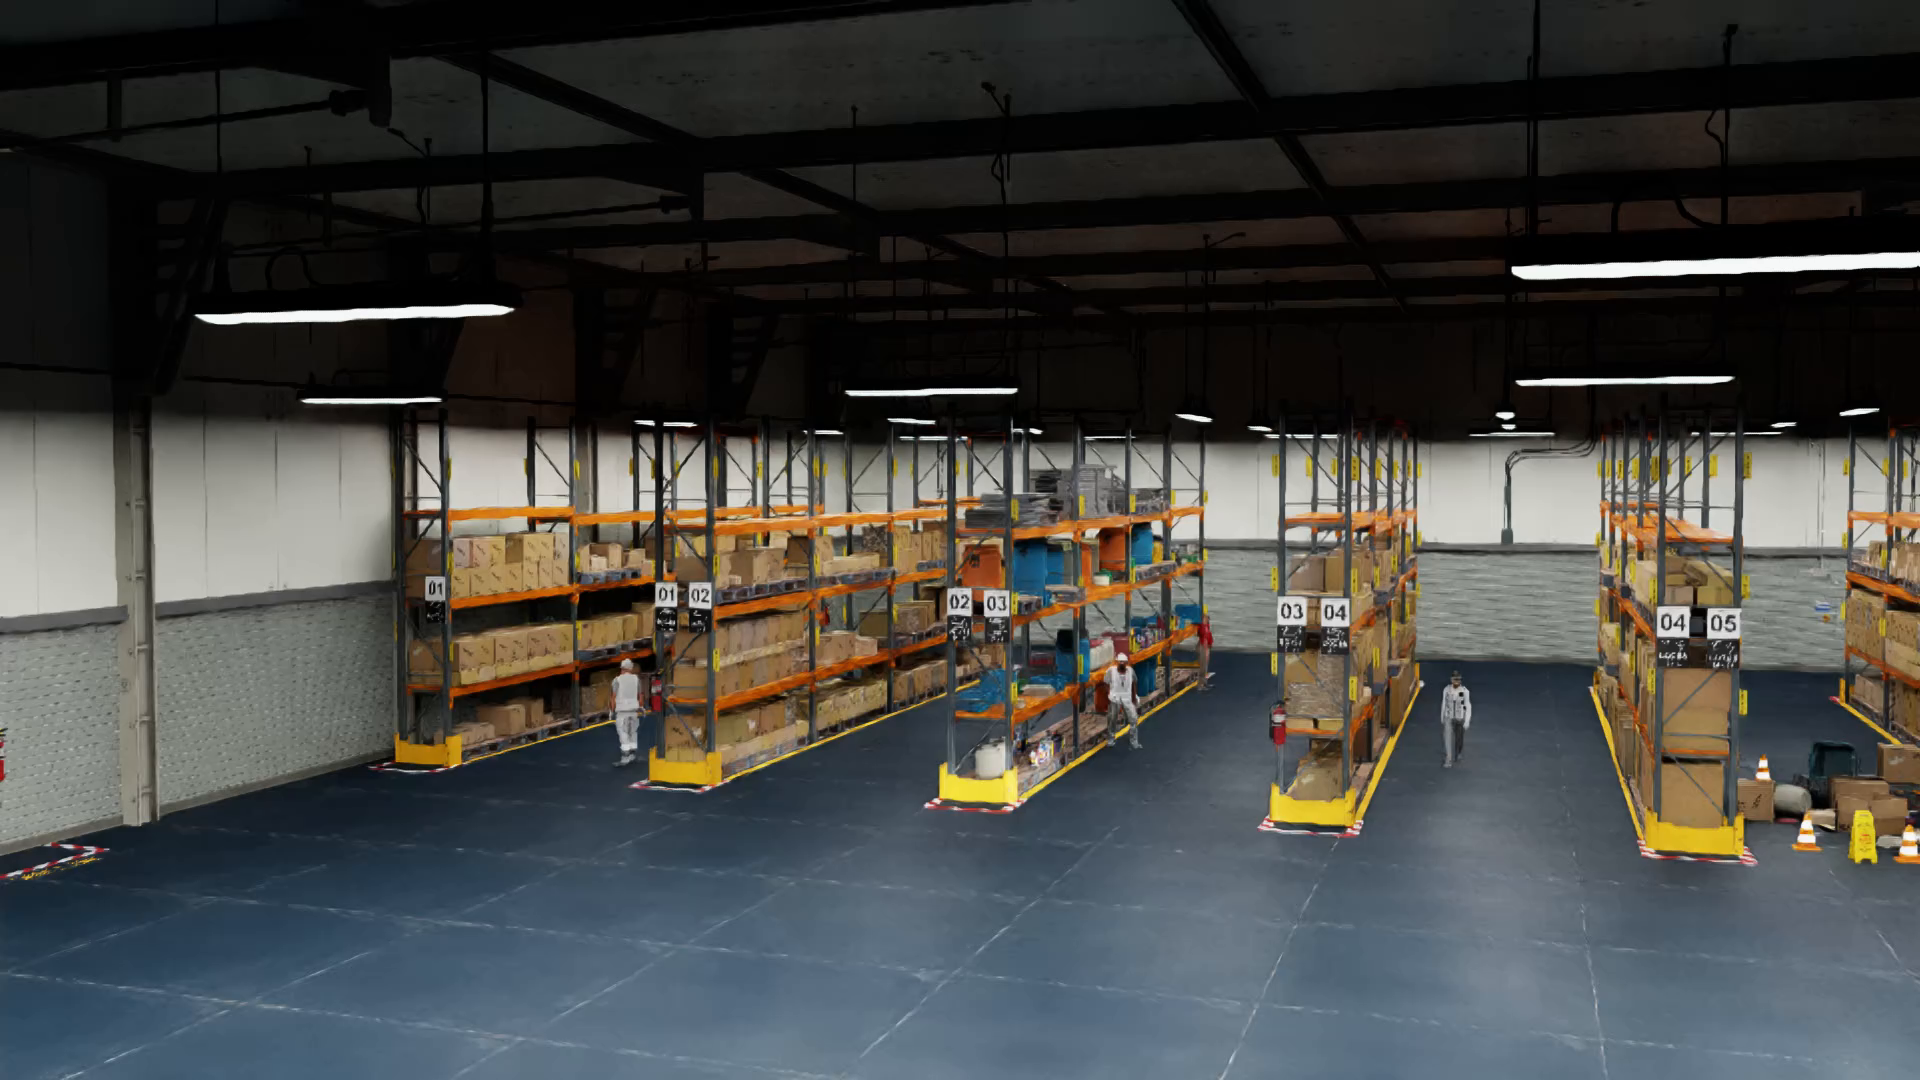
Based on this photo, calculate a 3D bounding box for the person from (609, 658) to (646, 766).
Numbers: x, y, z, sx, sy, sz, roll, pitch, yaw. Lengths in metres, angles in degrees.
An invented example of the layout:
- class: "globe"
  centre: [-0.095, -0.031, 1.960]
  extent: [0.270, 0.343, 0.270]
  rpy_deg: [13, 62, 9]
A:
- class: "person"
  centre: [-5.628, 2.889, 28.093]
  extent: [0.655, 1.782, 0.577]
  rpy_deg: [-2, 3, -39]

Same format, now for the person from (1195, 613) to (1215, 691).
- class: "person"
  centre: [5.558, 2.513, 37.562]
  extent: [0.476, 1.738, 0.625]
  rpy_deg: [0, 2, -4]

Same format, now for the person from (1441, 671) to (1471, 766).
- class: "person"
  centre: [8.358, 2.988, 28.014]
  extent: [0.488, 1.584, 1.089]
  rpy_deg: [1, 3, 17]

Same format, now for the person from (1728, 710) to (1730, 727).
- class: "person"
  centre: [14.855, 2.718, 32.239]
  extent: [0.450, 1.776, 0.584]
  rpy_deg: [-1, 3, -13]

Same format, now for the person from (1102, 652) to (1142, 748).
- class: "person"
  centre: [2.881, 2.856, 29.749]
  extent: [0.691, 1.722, 0.777]
  rpy_deg: [0, 2, -2]
